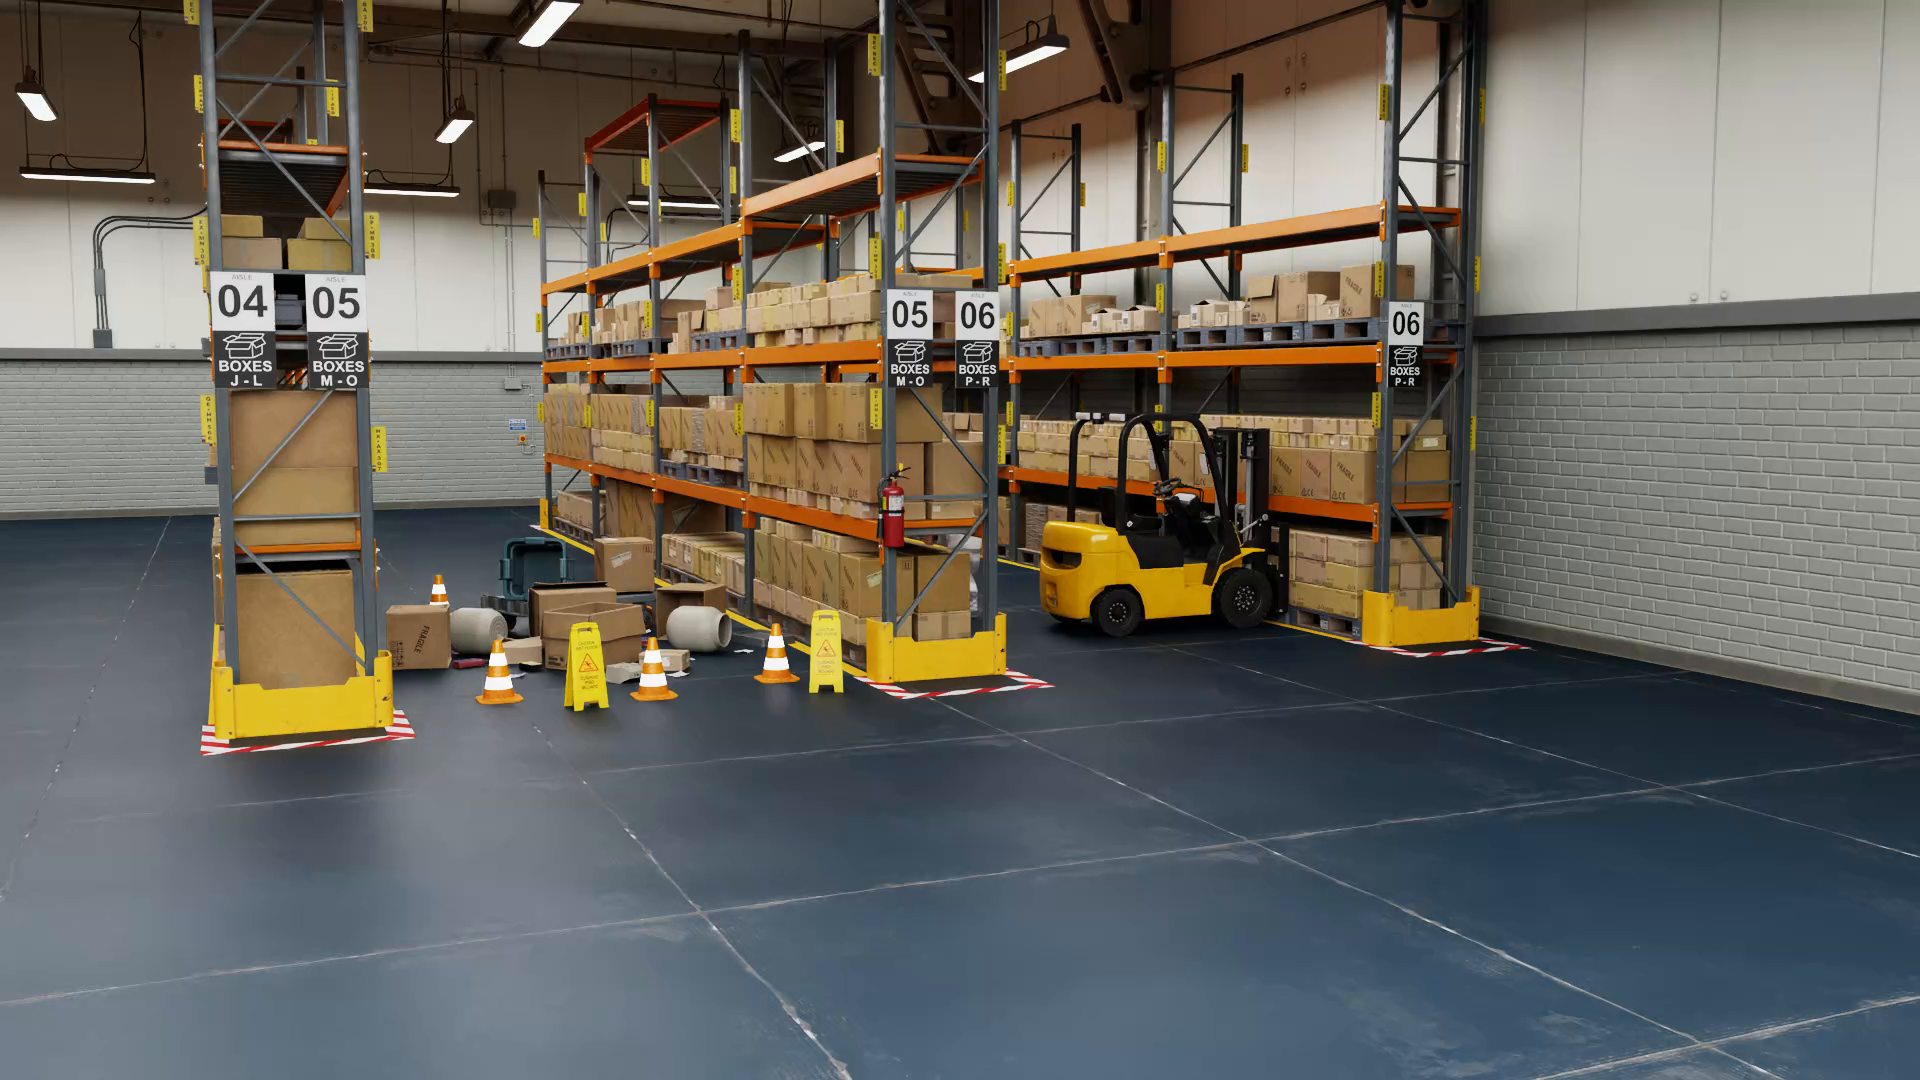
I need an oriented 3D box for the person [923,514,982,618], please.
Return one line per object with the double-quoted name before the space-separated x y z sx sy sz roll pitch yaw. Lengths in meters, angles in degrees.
"person" -0.081 0.122 17.447 0.585 1.384 0.780 -3 6 -25
